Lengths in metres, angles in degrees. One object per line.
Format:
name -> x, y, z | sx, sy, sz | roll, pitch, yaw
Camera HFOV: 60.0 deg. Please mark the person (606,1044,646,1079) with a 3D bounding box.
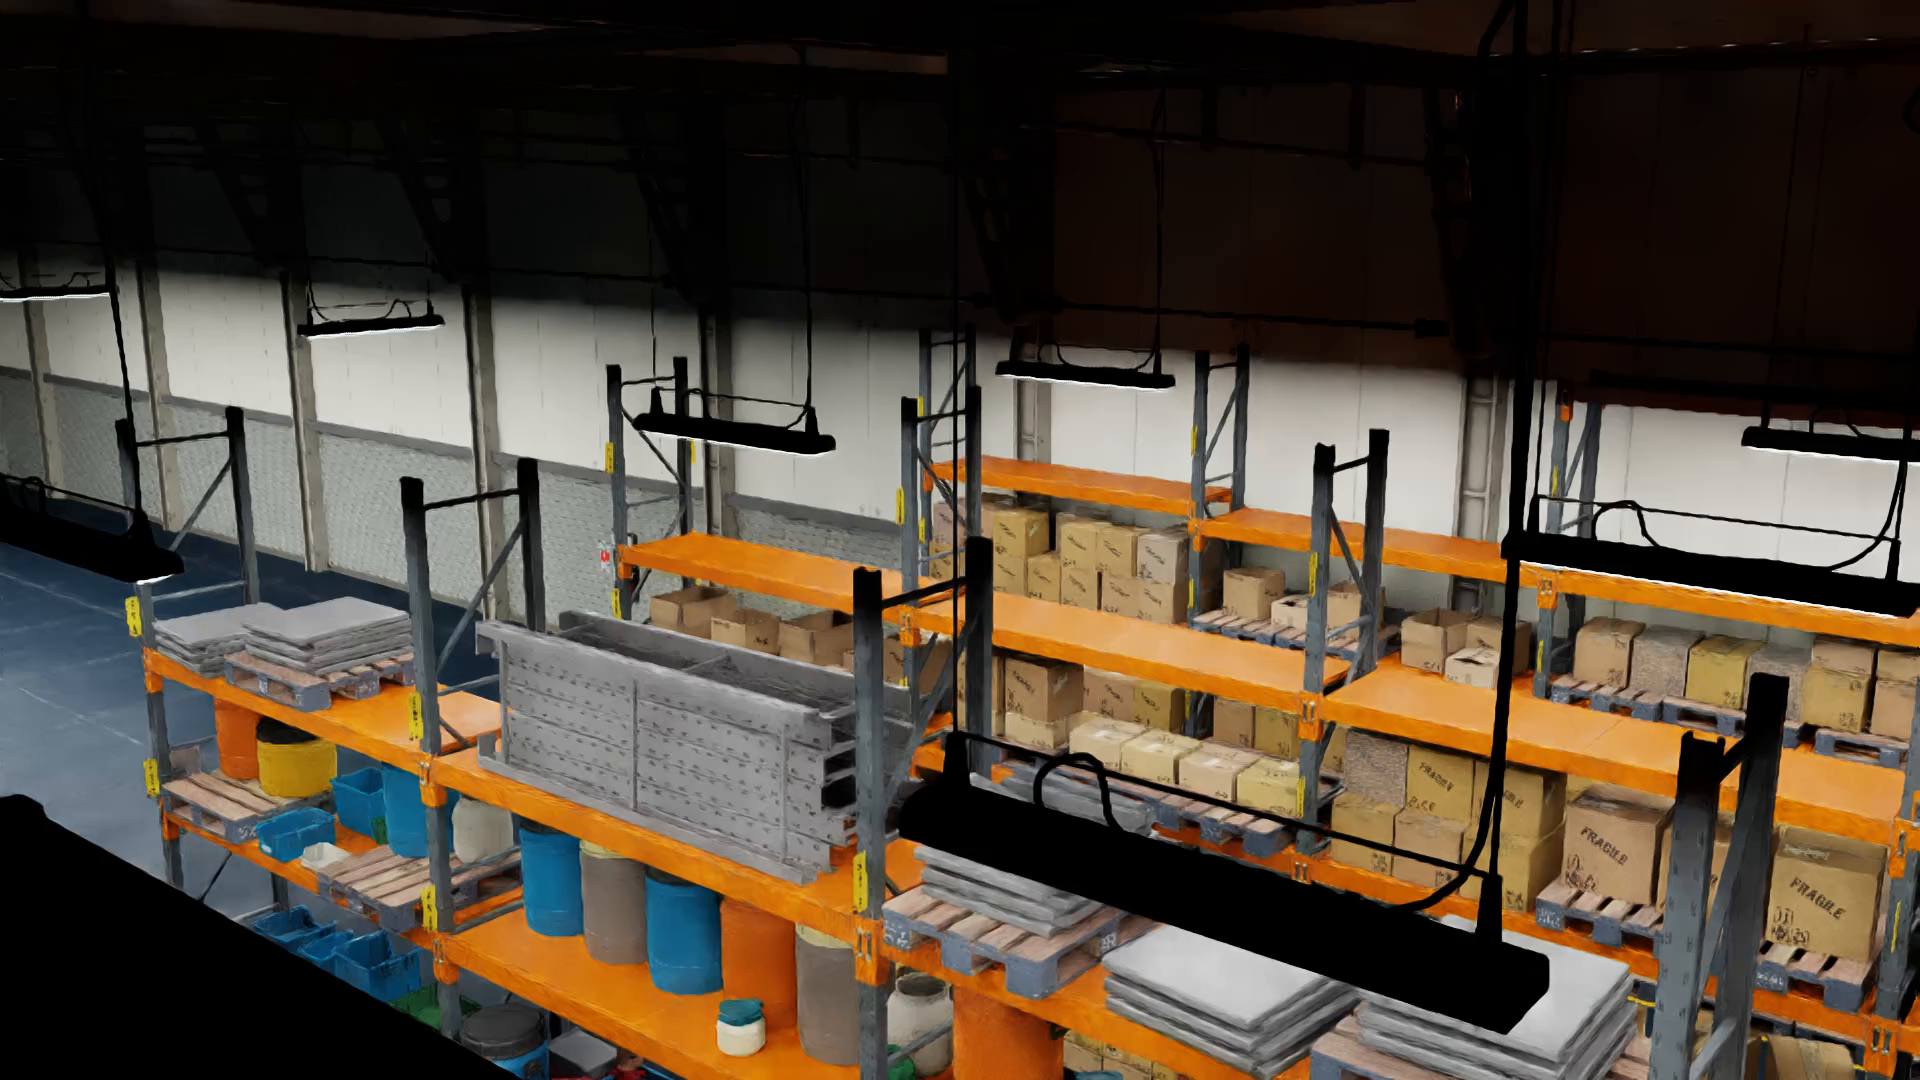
person -> -2.372, 4.390, 11.970 | 0.616, 1.723, 0.505 | 8, 15, 31
